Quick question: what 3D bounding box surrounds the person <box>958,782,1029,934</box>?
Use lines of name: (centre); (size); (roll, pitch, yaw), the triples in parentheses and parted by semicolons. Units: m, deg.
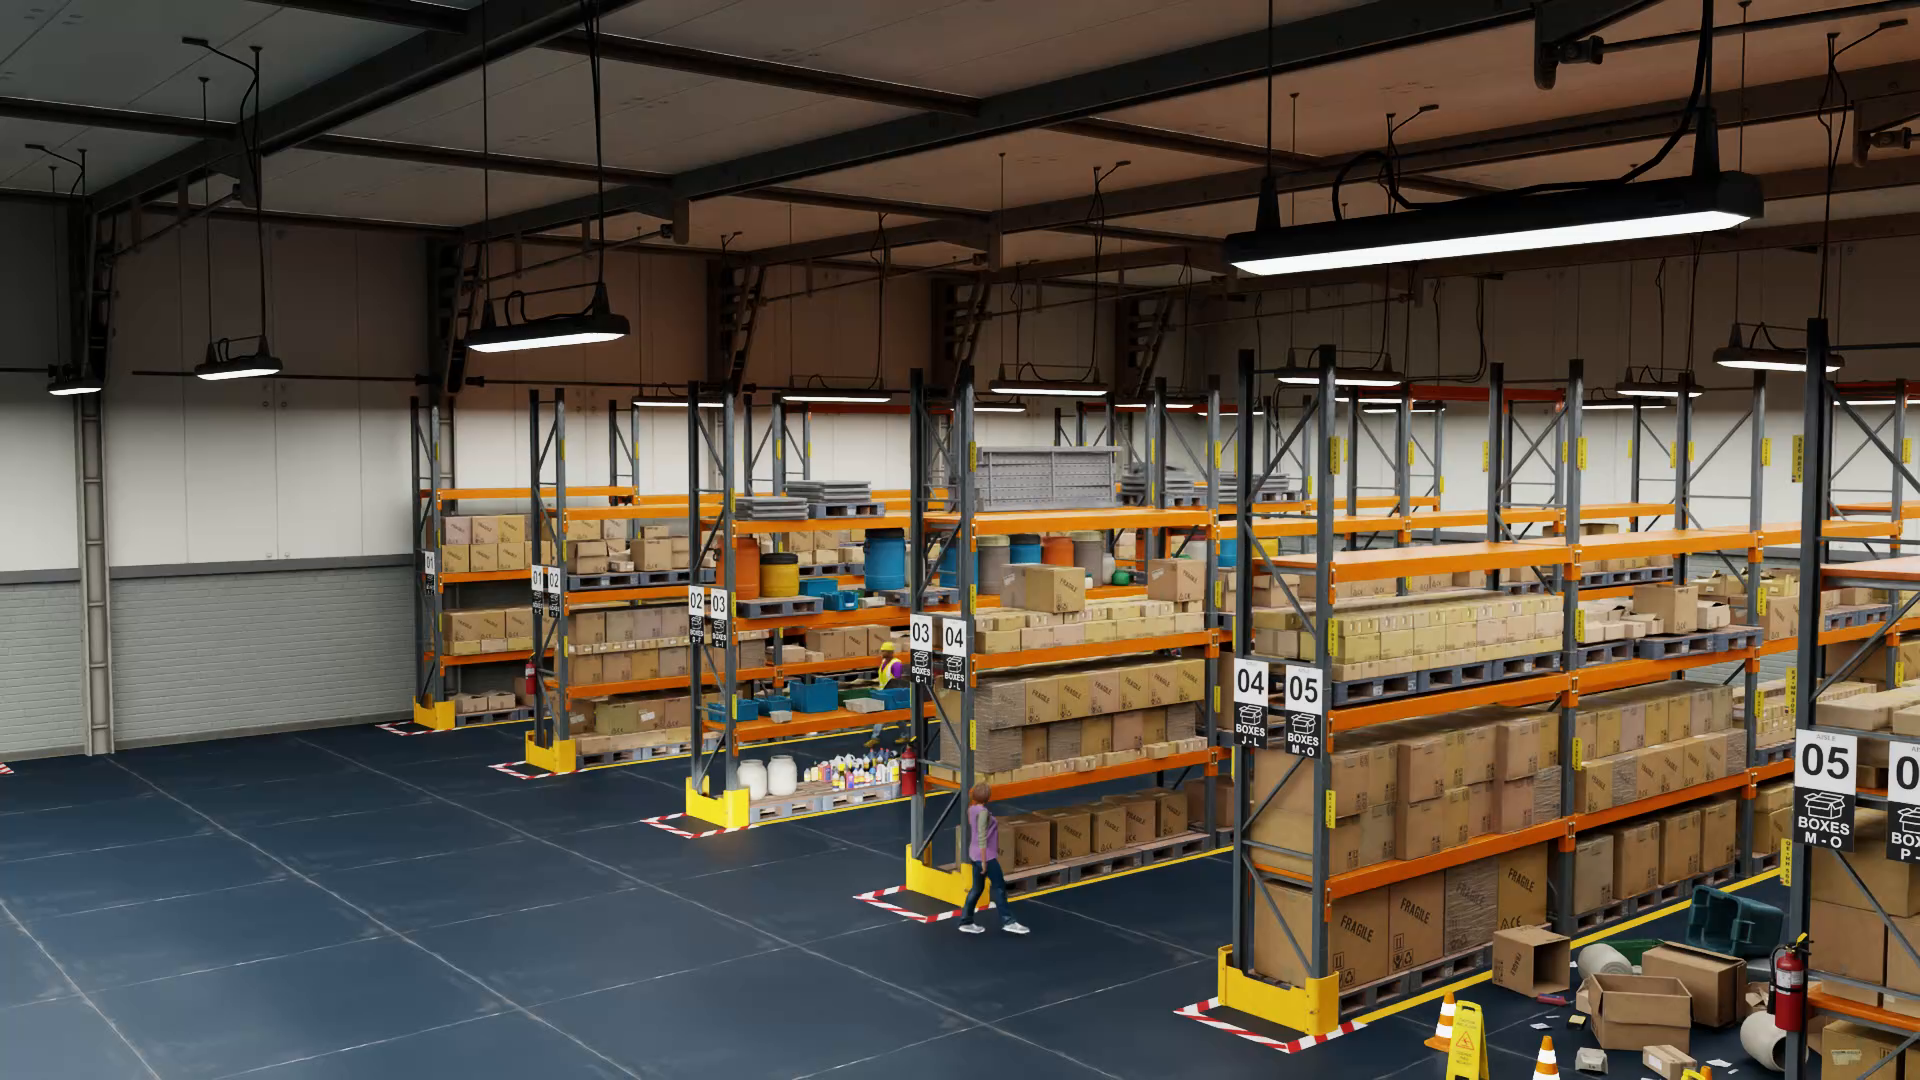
person: (0.330, 3.345, 17.478); (0.696, 1.600, 0.470); (-1, 4, -18)

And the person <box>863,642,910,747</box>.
person: (-1.250, 2.614, 28.253); (0.865, 1.746, 0.598); (-3, 4, -38)
